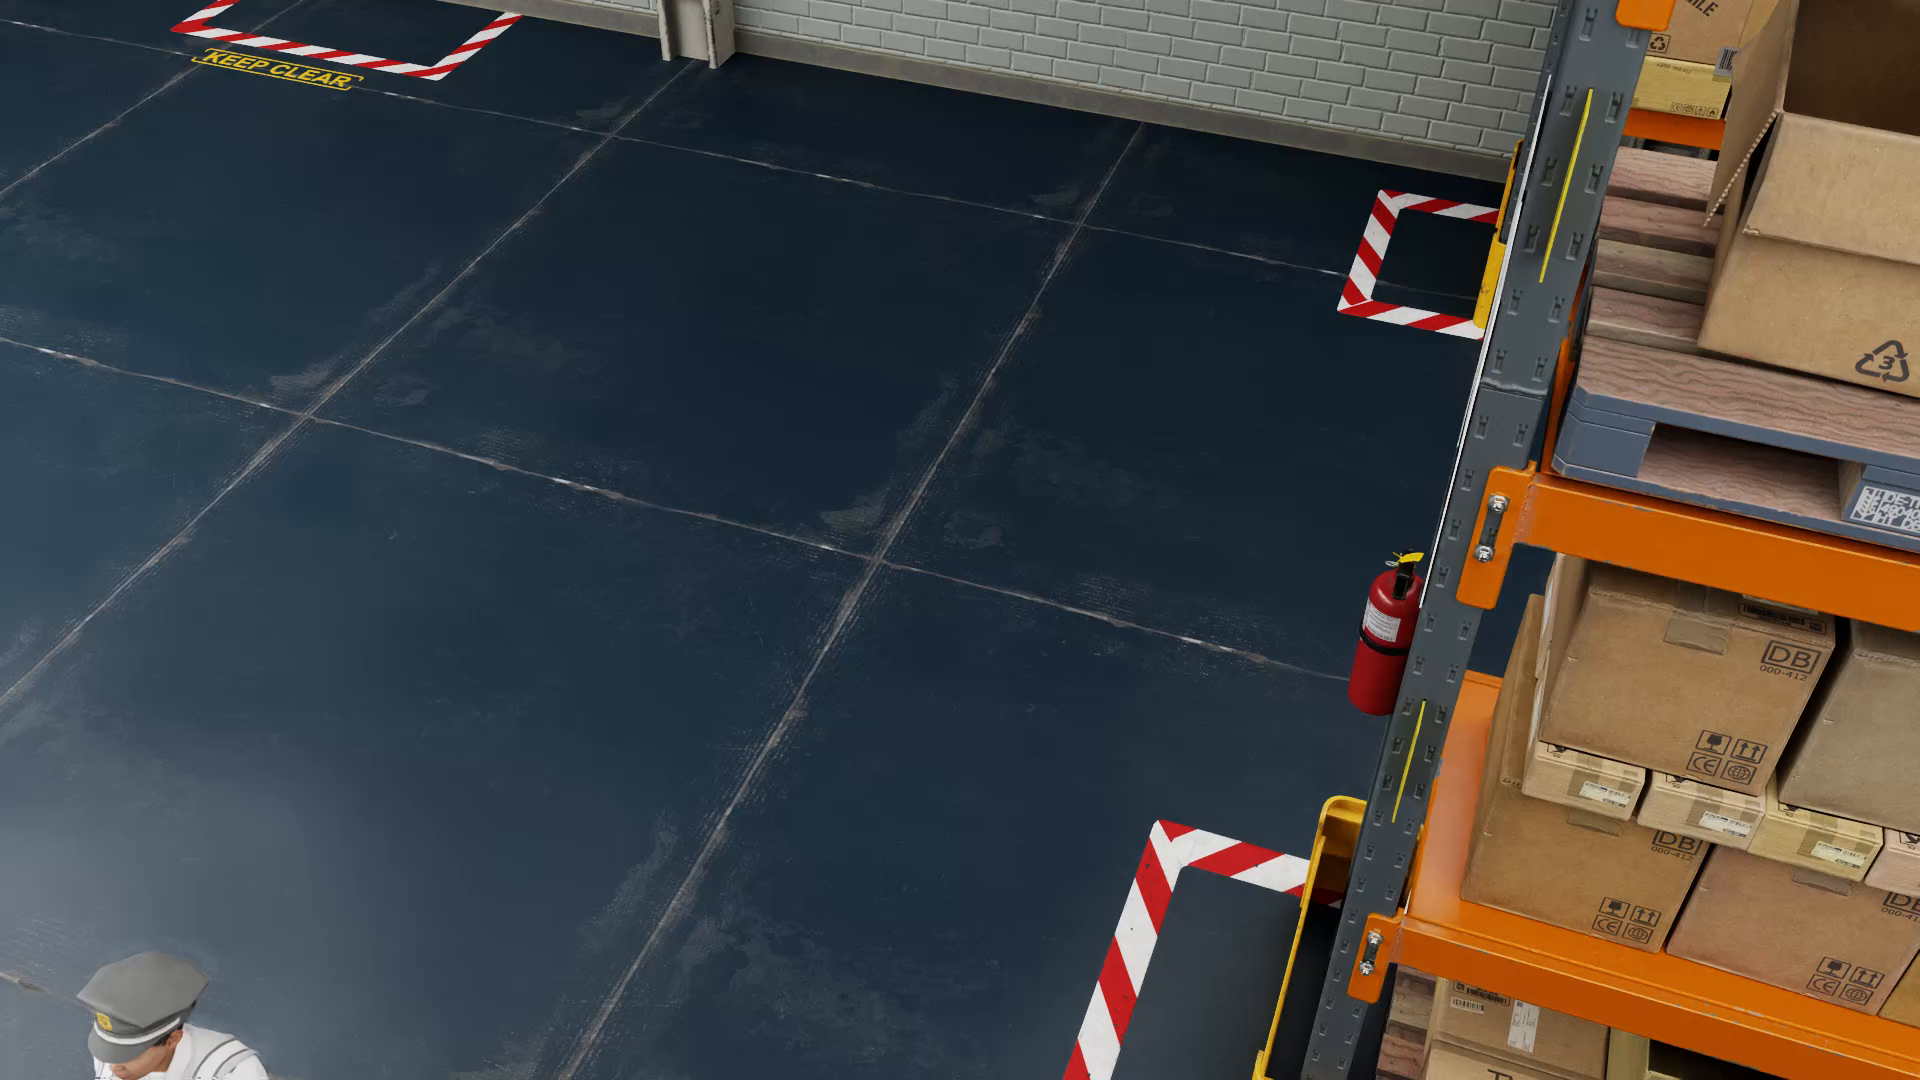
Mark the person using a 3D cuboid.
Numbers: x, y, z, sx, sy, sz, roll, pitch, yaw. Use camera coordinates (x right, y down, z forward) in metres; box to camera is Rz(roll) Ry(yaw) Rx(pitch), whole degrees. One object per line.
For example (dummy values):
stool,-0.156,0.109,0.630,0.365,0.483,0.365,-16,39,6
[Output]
person,-1.885,1.591,4.322,0.493,1.677,0.497,9,43,10
